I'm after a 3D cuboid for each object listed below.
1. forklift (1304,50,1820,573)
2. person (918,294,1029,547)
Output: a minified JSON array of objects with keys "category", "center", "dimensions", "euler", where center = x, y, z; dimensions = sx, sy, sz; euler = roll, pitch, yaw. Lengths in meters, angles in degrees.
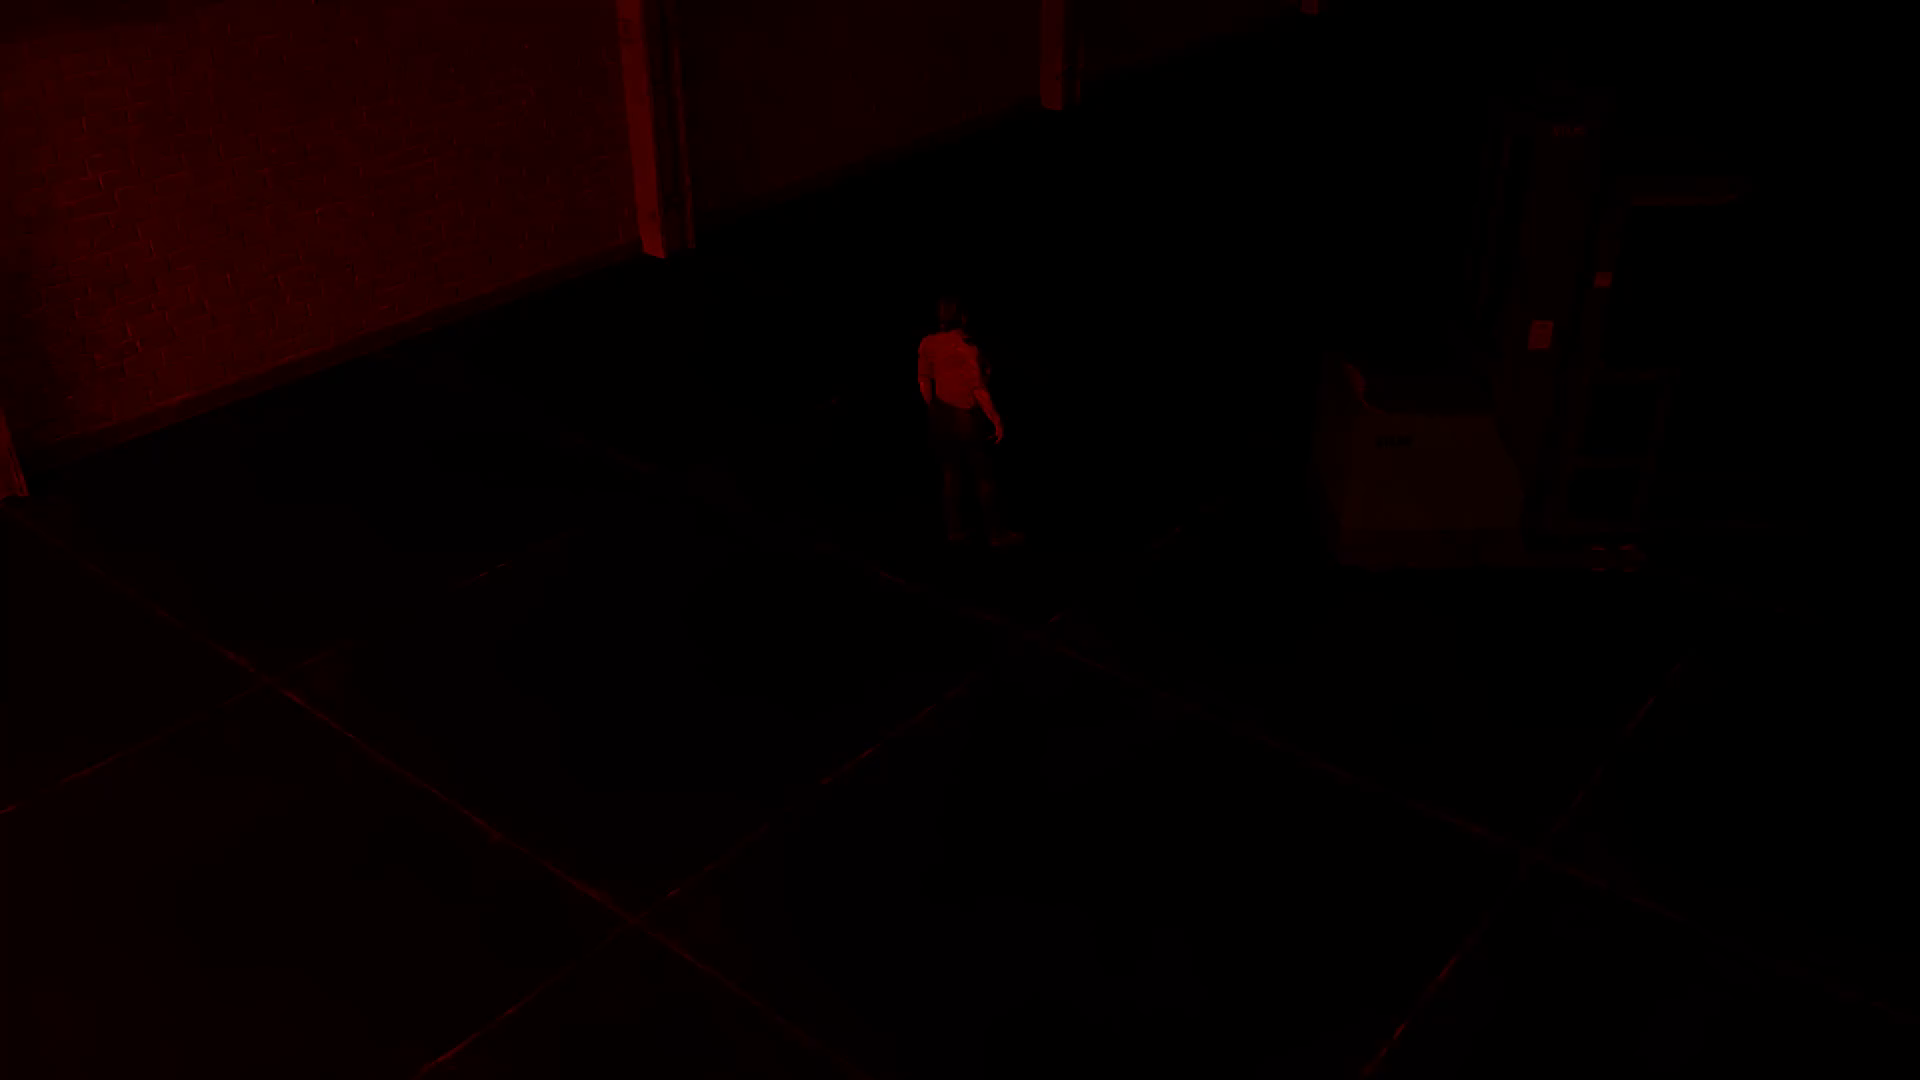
[{"category":"forklift","center":[3.784,-1.332,9.874],"dimensions":[3.031,2.935,1.130],"euler":[-1,30,-2]},{"category":"person","center":[0.074,-0.745,10.129],"dimensions":[0.599,1.650,0.502],"euler":[22,37,33]}]
